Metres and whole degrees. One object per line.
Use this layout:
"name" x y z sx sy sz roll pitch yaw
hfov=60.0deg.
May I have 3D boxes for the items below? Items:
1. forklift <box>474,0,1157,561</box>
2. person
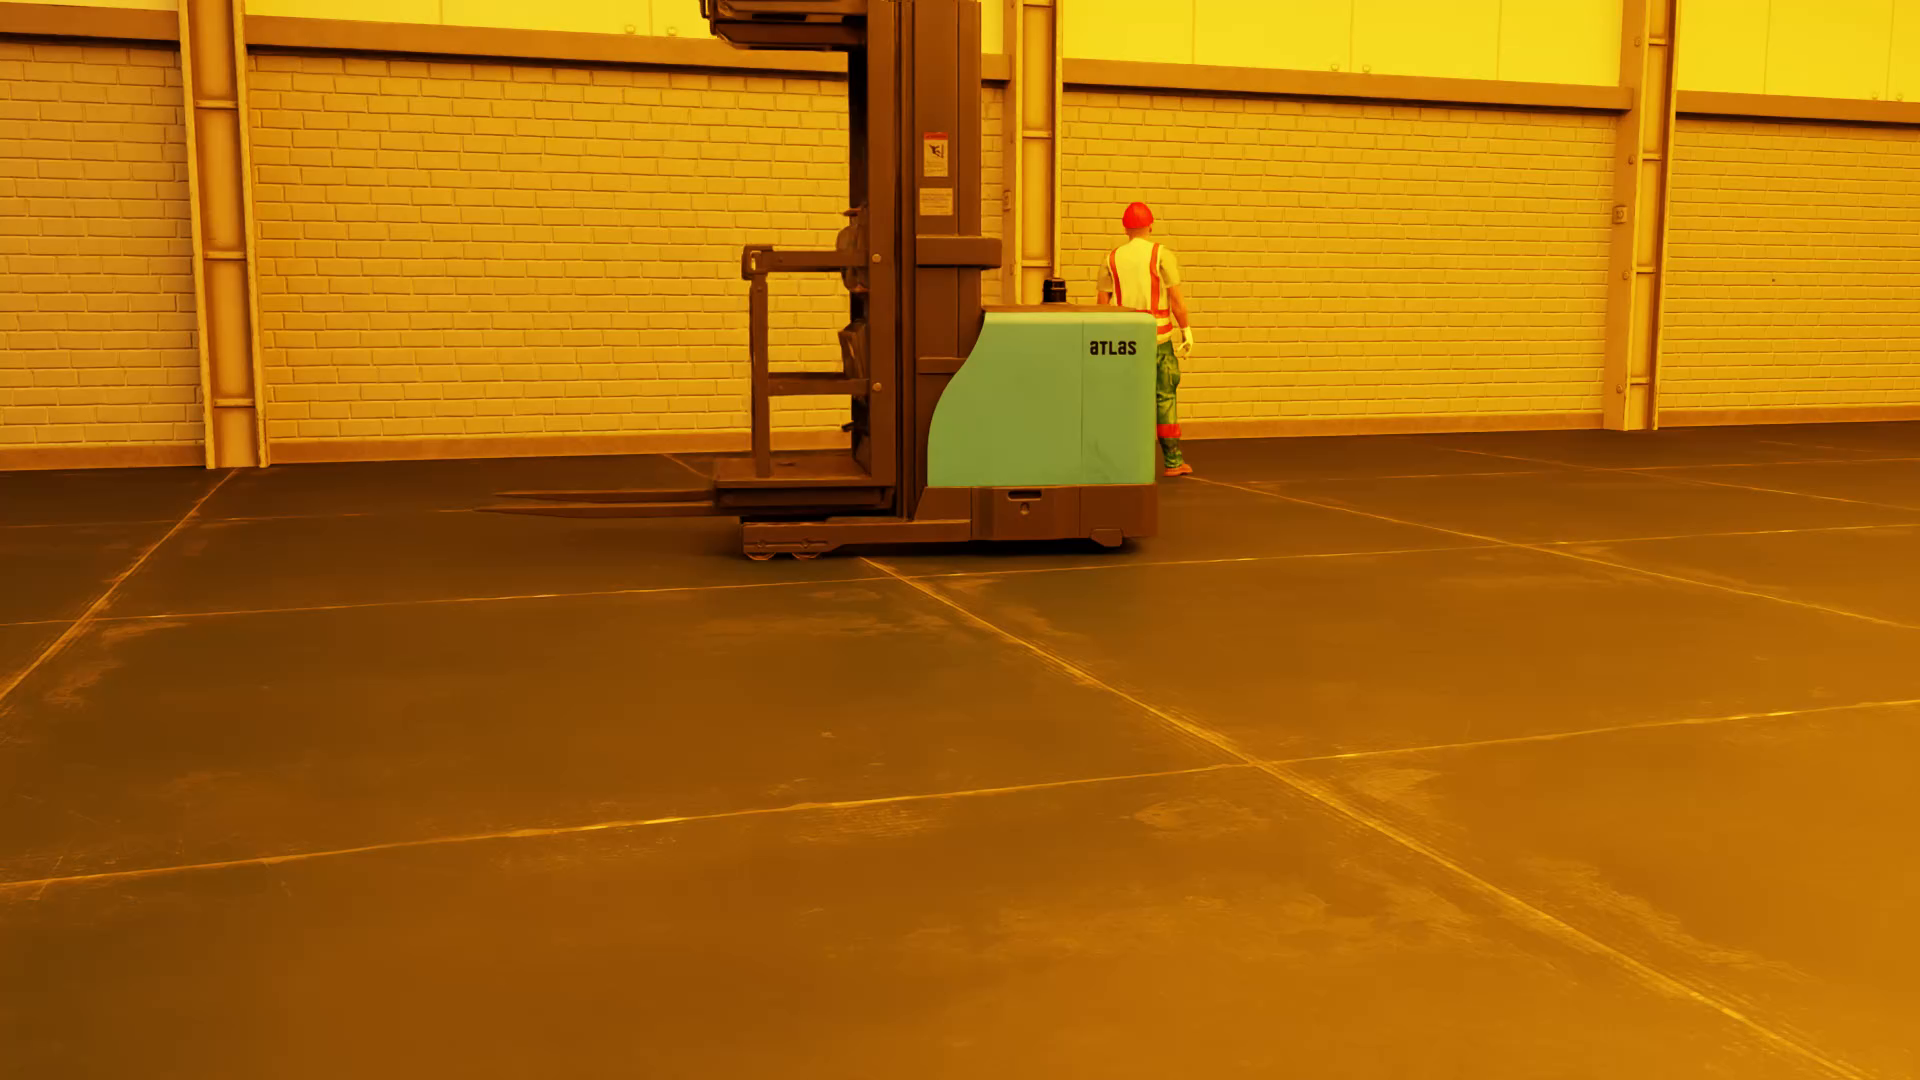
"forklift" -0.664 -1.436 7.604 3.031 2.935 1.130 -1 8 -8
"person" 1.236 -1.321 10.996 0.635 1.795 0.522 3 8 22
